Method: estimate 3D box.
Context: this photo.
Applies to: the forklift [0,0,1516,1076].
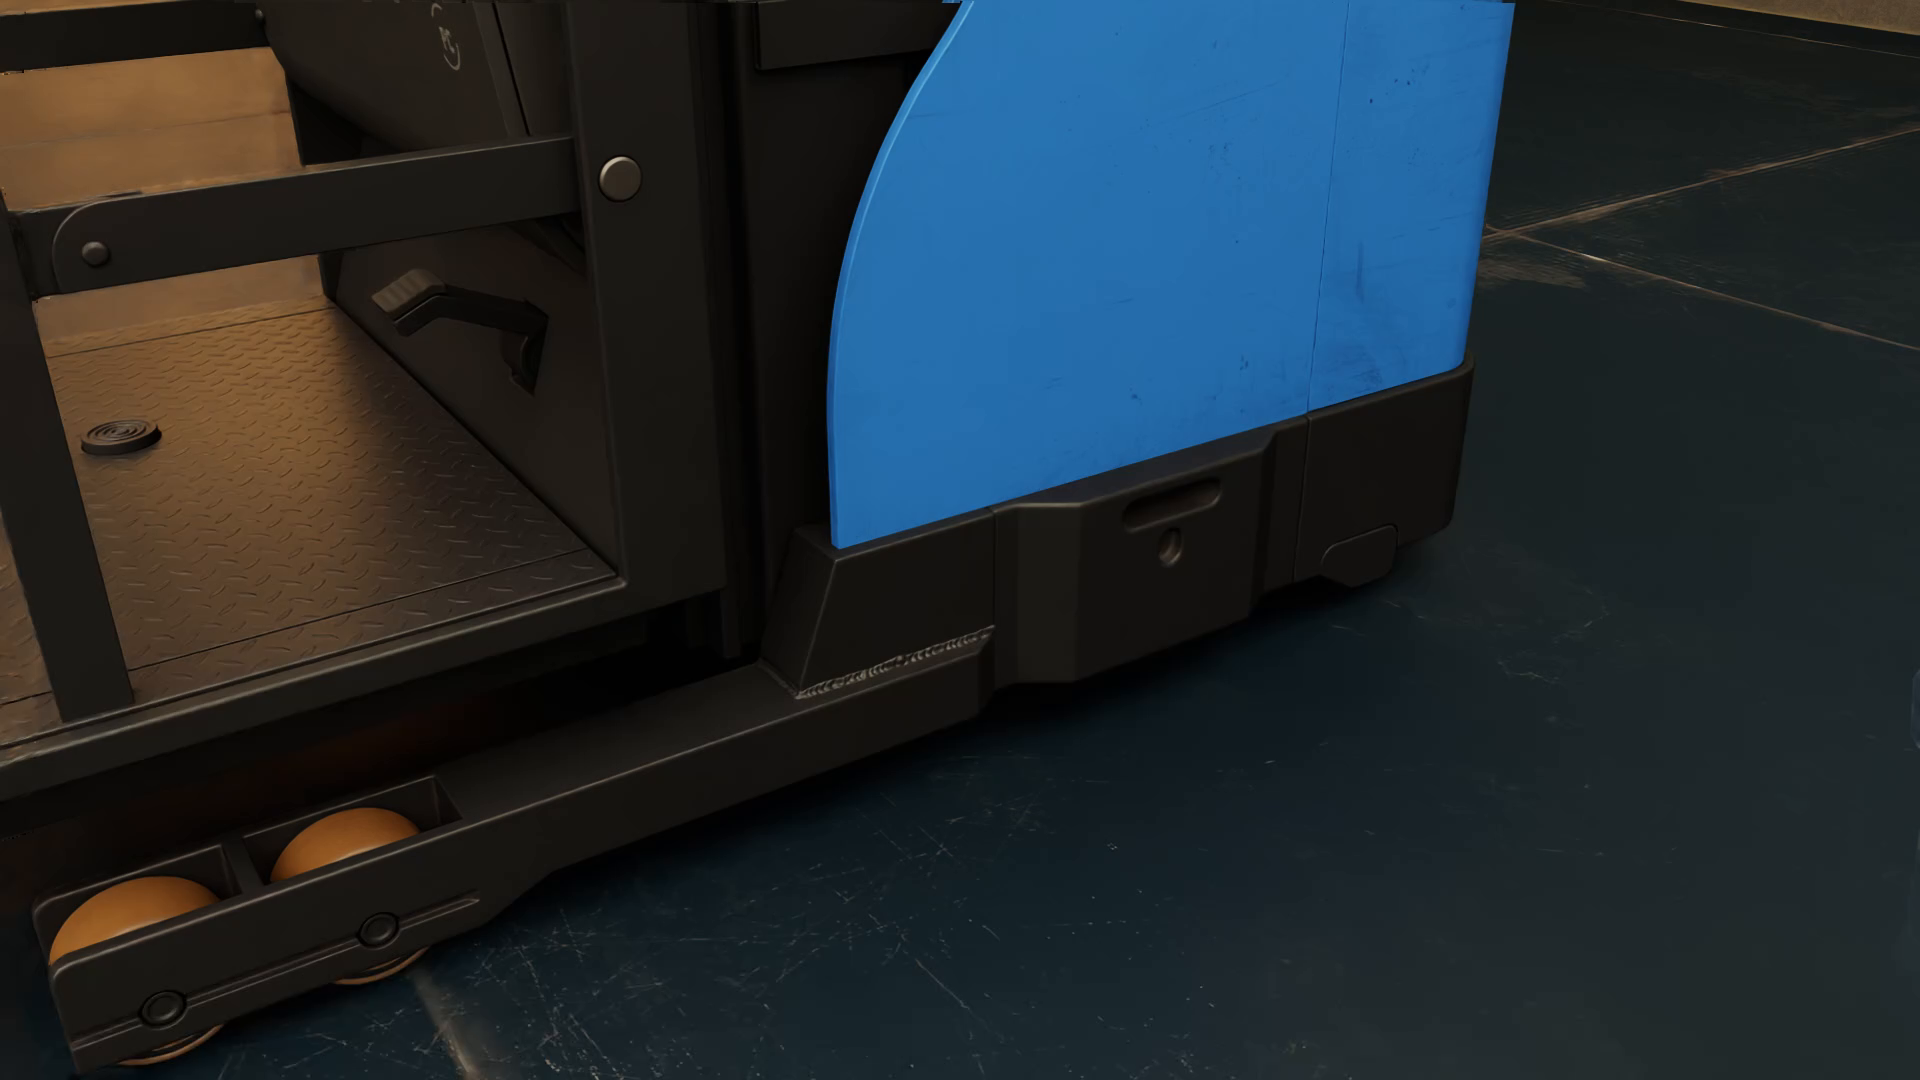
[{"bbox_3d":[-0.791,-1.098,1.419,3.031,2.935,1.130,-17,31,-30],"label":"forklift"}]
